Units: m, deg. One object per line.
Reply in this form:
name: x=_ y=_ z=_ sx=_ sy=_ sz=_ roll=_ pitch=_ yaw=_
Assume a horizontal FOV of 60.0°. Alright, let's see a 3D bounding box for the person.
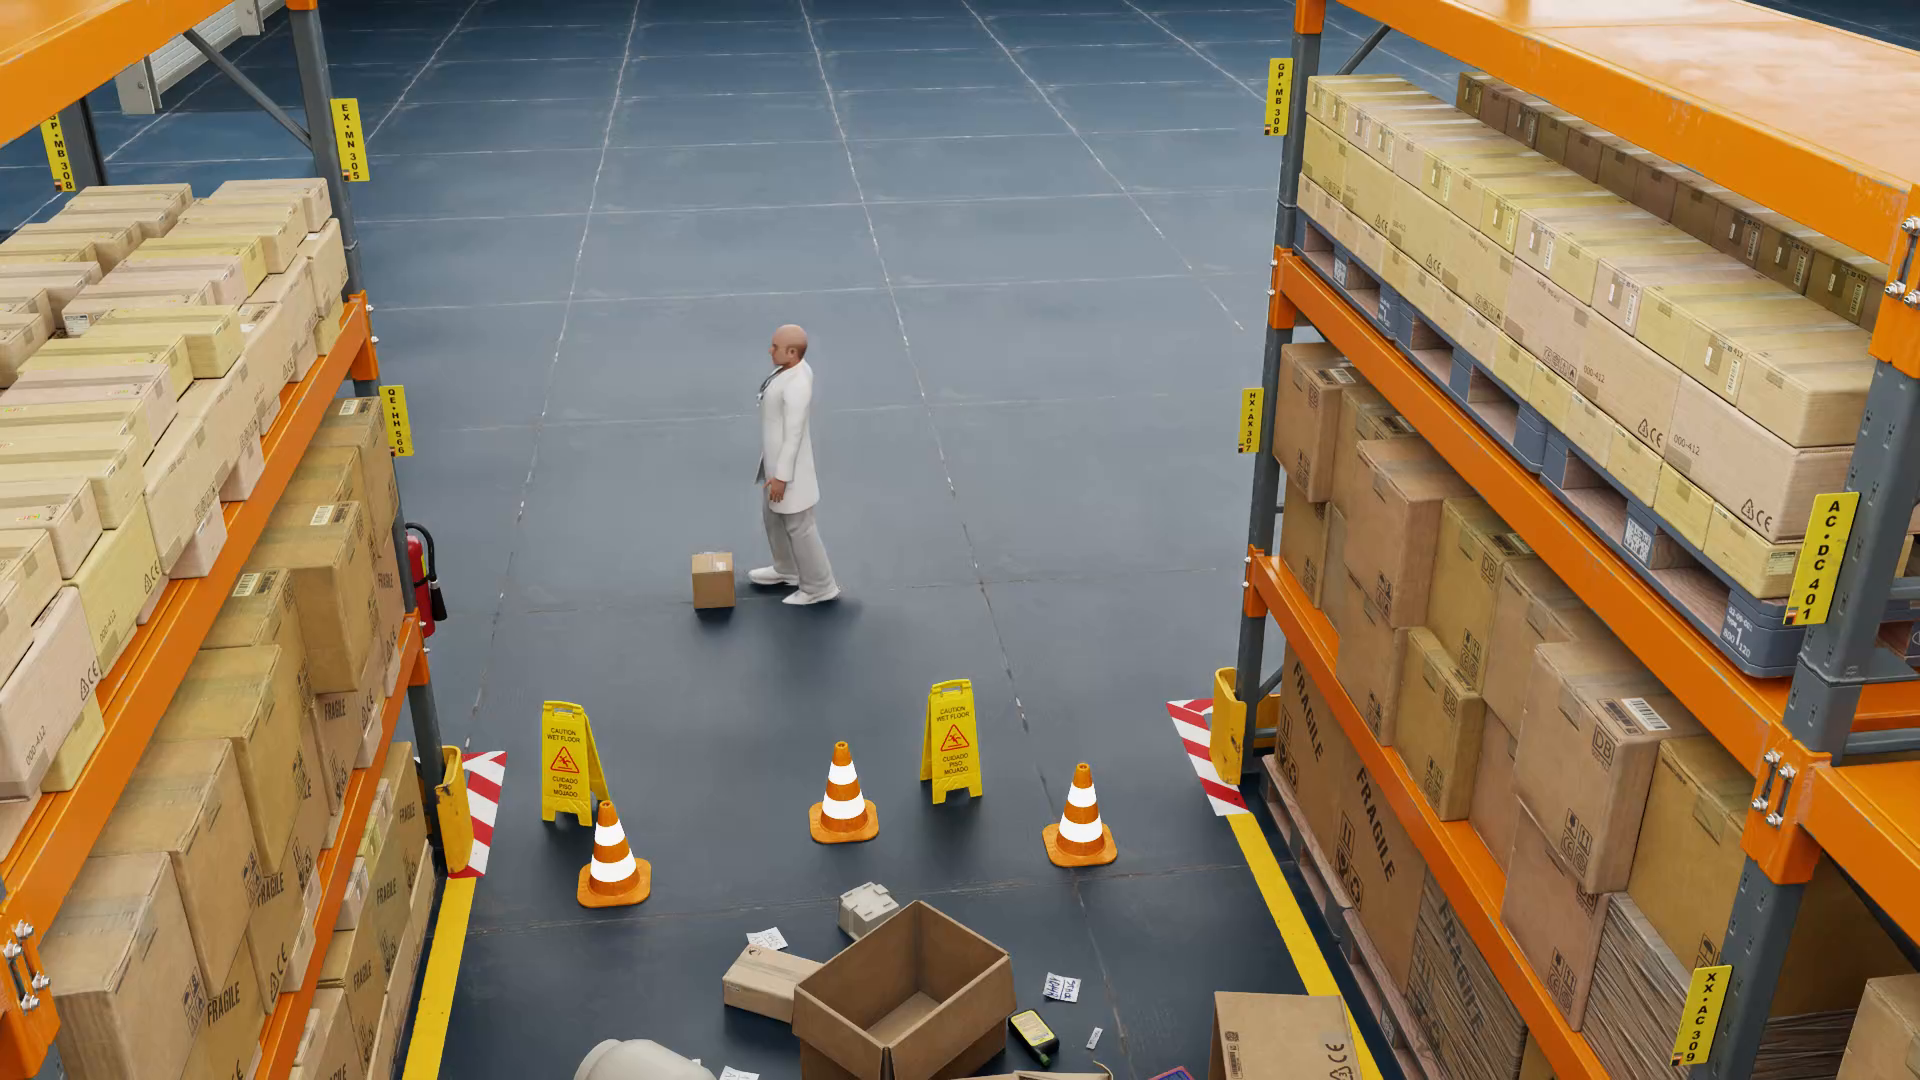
person: x=-1.042 y=-0.430 z=10.040 sx=0.562 sy=1.817 sz=0.566 roll=-3 pitch=27 yaw=-6
